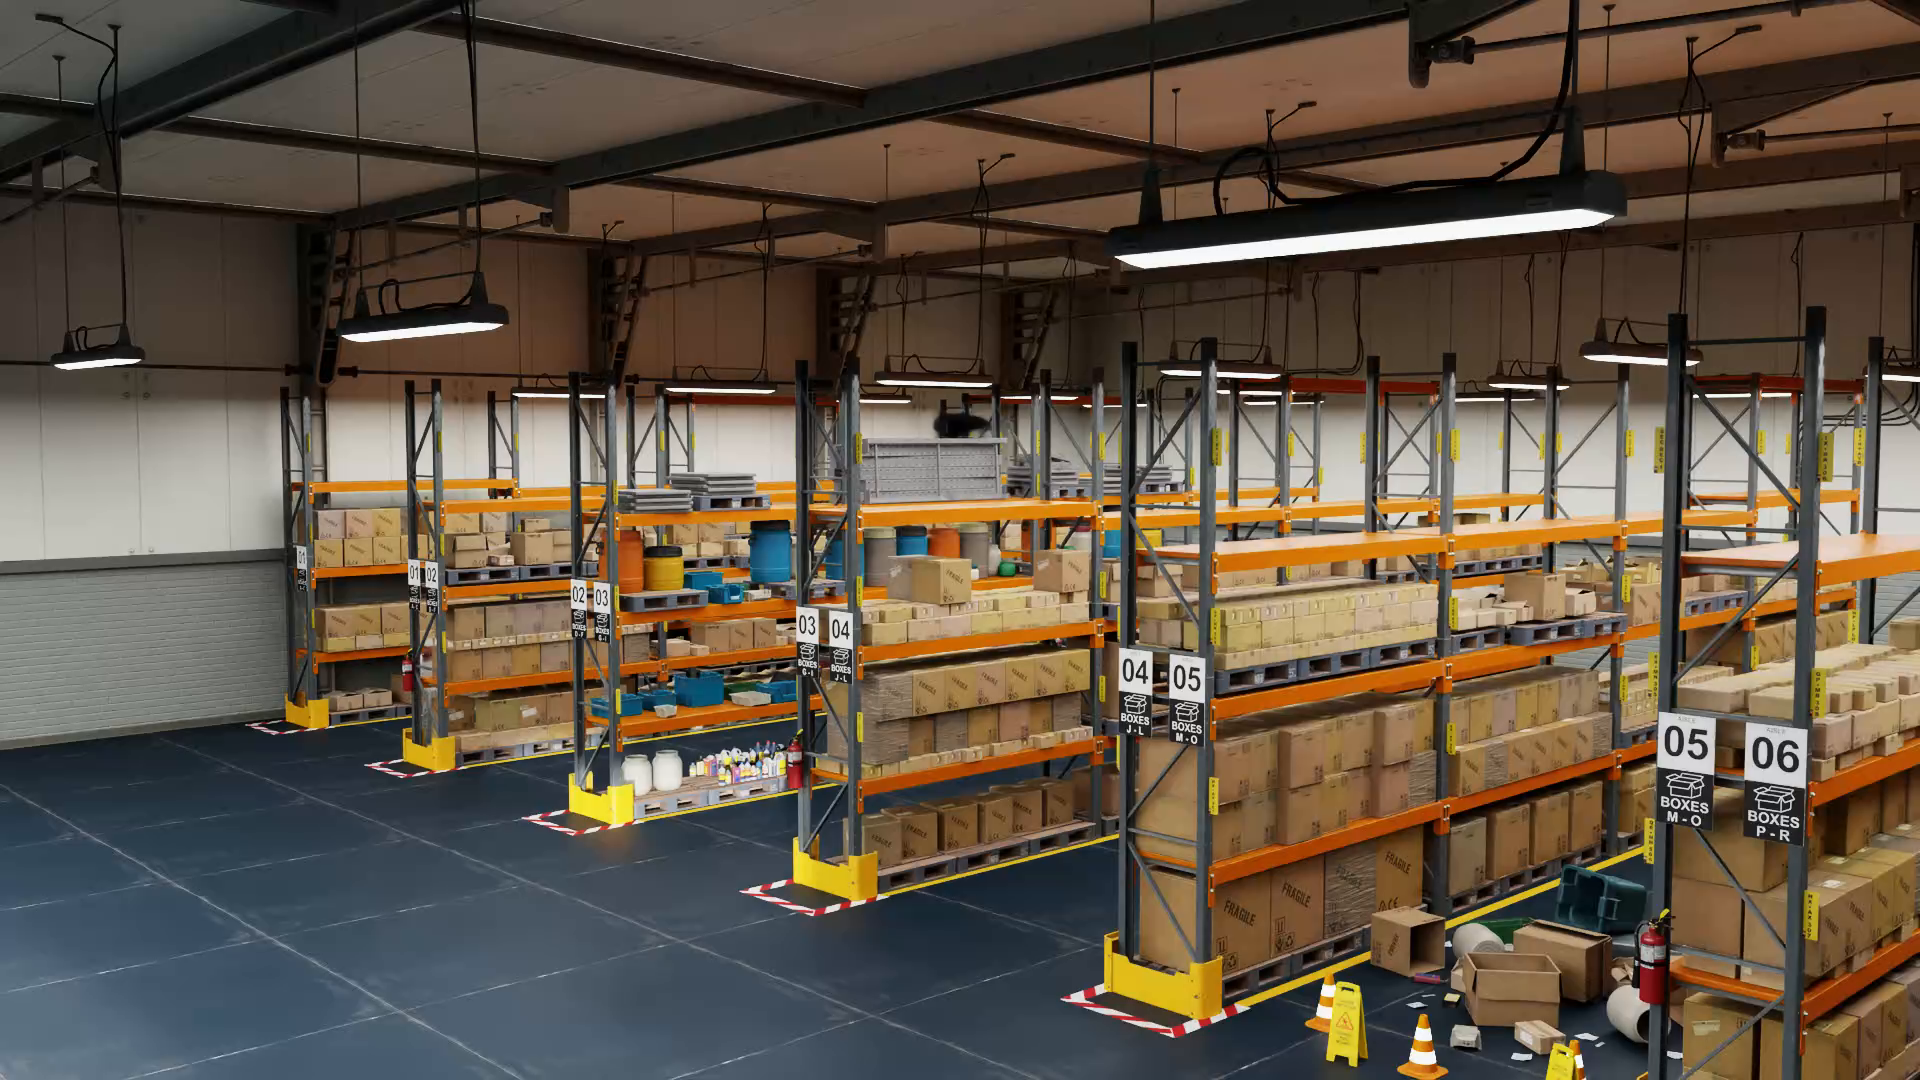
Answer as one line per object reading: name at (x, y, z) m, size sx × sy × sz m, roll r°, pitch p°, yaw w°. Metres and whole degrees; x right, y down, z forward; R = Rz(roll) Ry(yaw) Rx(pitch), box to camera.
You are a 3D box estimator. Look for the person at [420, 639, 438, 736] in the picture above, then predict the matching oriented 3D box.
person at (-8.764, 2.526, 27.678) m, size 0.674 × 1.796 × 1.029 m, roll 2°, pitch 4°, yaw 34°
